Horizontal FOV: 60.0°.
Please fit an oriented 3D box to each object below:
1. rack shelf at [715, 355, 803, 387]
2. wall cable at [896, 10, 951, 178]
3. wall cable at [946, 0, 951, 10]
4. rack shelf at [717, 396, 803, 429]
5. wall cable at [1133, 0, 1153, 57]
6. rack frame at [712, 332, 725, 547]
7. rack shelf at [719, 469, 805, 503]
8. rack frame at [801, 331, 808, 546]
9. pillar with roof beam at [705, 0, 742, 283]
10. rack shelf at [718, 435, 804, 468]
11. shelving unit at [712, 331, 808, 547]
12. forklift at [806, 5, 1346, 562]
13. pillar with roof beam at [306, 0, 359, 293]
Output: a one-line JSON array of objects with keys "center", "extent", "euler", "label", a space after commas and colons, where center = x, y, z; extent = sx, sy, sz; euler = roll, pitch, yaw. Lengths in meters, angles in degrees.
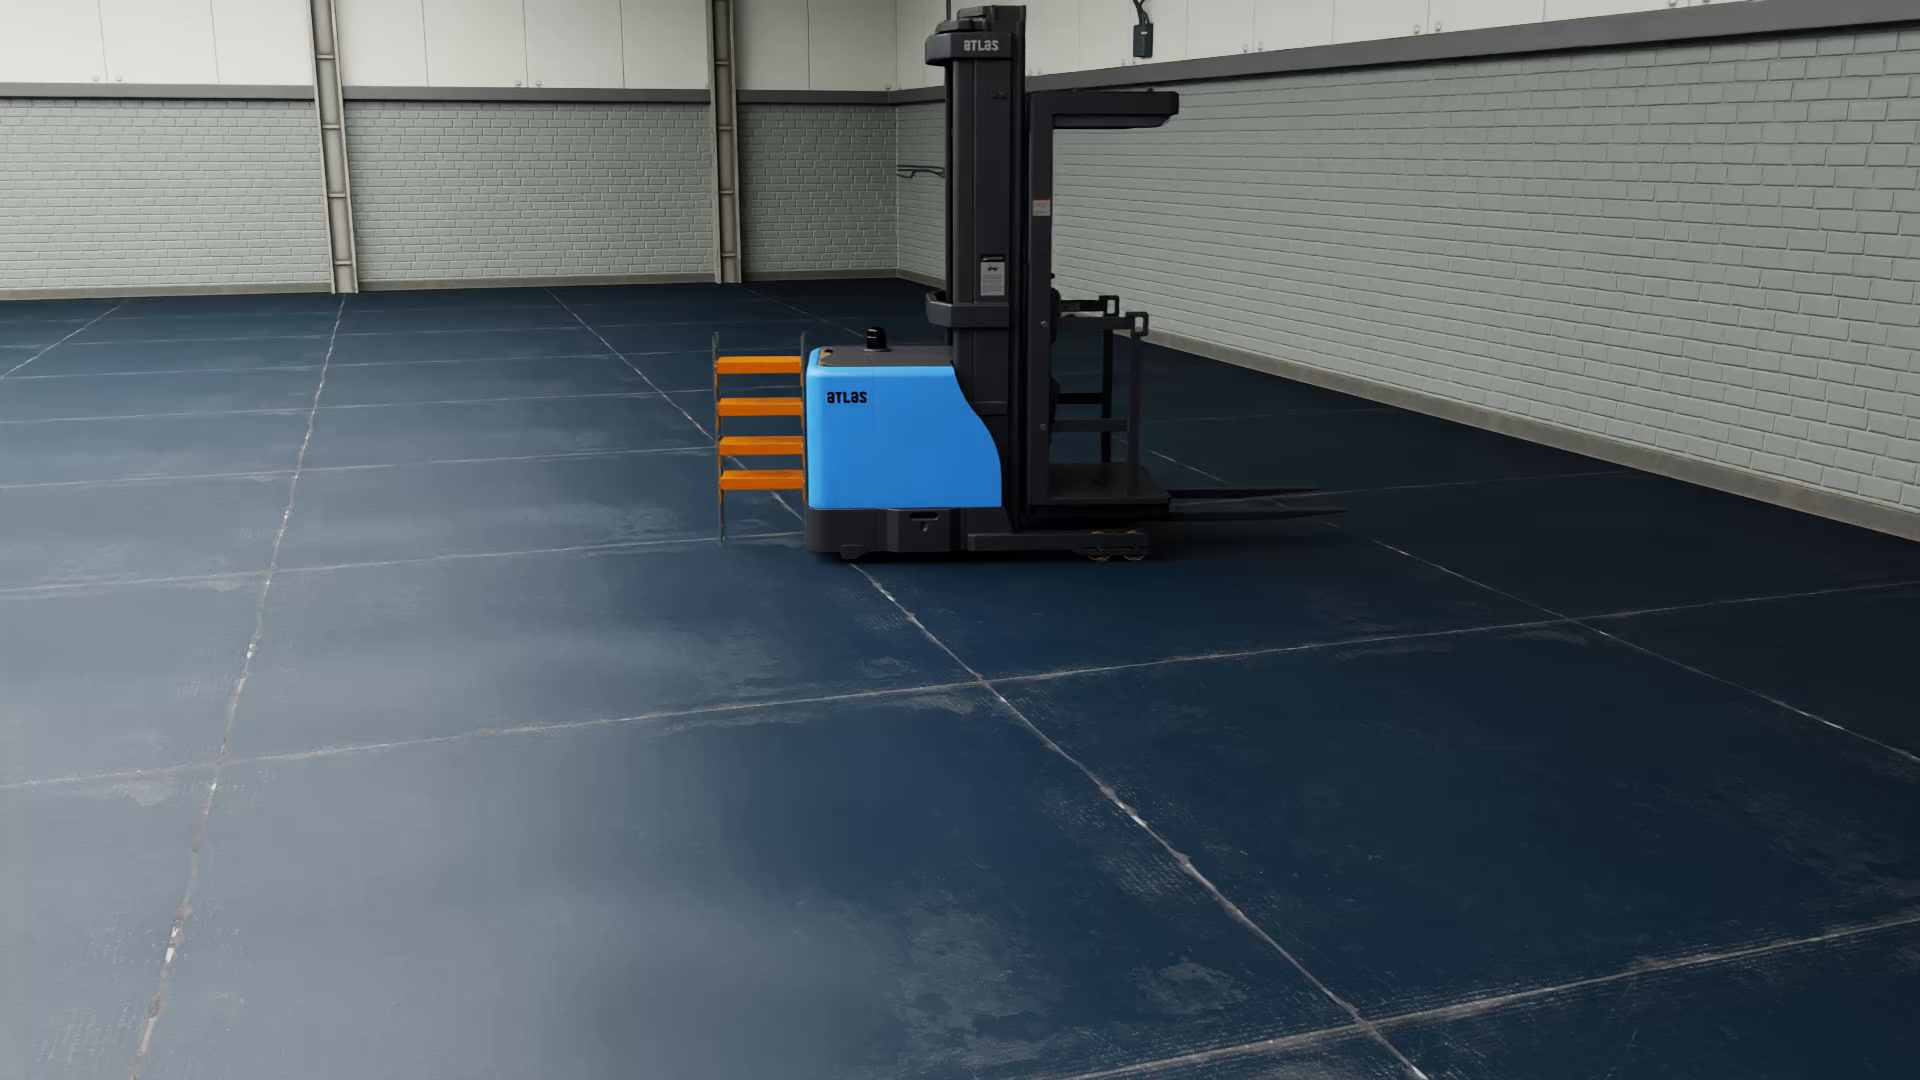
[{"center": [-1.126, -0.955, 9.367], "extent": [0.480, 0.148, 0.258], "euler": [-1, 13, -3], "label": "rack shelf"}, {"center": [-0.645, -7.087, 26.700], "extent": [0.112, 2.526, 3.097], "euler": [-4, 14, -18], "label": "wall cable"}, {"center": [0.218, -8.951, 23.622], "extent": [0.112, 2.526, 3.097], "euler": [-4, 14, -18], "label": "wall cable"}, {"center": [-1.126, -0.725, 9.422], "extent": [0.480, 0.148, 0.258], "euler": [-1, 13, -3], "label": "rack shelf"}, {"center": [2.368, -8.169, 17.189], "extent": [0.169, 6.003, 2.305], "euler": [-4, 14, -18], "label": "wall cable"}, {"center": [-1.370, -0.569, 9.443], "extent": [0.015, 1.200, 0.240], "euler": [-1, 13, -3], "label": "rack frame"}, {"center": [-1.126, -0.314, 9.519], "extent": [0.480, 0.148, 0.258], "euler": [-1, 13, -3], "label": "rack shelf"}, {"center": [-0.882, -0.576, 9.473], "extent": [0.015, 1.200, 0.240], "euler": [-1, 13, -3], "label": "rack frame"}, {"center": [-2.486, -7.726, 22.677], "extent": [0.400, 9.000, 9.100], "euler": [-4, 14, -18], "label": "pillar with roof beam"}, {"center": [-1.126, -0.507, 9.473], "extent": [0.480, 0.148, 0.258], "euler": [-1, 13, -3], "label": "rack shelf"}, {"center": [-1.126, -0.573, 9.458], "extent": [0.503, 1.200, 0.258], "euler": [-1, 13, -3], "label": "shelving unit"}, {"center": [0.647, -1.430, 9.319], "extent": [3.031, 2.935, 1.130], "euler": [-1, 13, -4], "label": "forklift"}, {"center": [-8.172, -7.283, 20.815], "extent": [0.400, 9.000, 9.100], "euler": [-4, 14, -18], "label": "pillar with roof beam"}]
